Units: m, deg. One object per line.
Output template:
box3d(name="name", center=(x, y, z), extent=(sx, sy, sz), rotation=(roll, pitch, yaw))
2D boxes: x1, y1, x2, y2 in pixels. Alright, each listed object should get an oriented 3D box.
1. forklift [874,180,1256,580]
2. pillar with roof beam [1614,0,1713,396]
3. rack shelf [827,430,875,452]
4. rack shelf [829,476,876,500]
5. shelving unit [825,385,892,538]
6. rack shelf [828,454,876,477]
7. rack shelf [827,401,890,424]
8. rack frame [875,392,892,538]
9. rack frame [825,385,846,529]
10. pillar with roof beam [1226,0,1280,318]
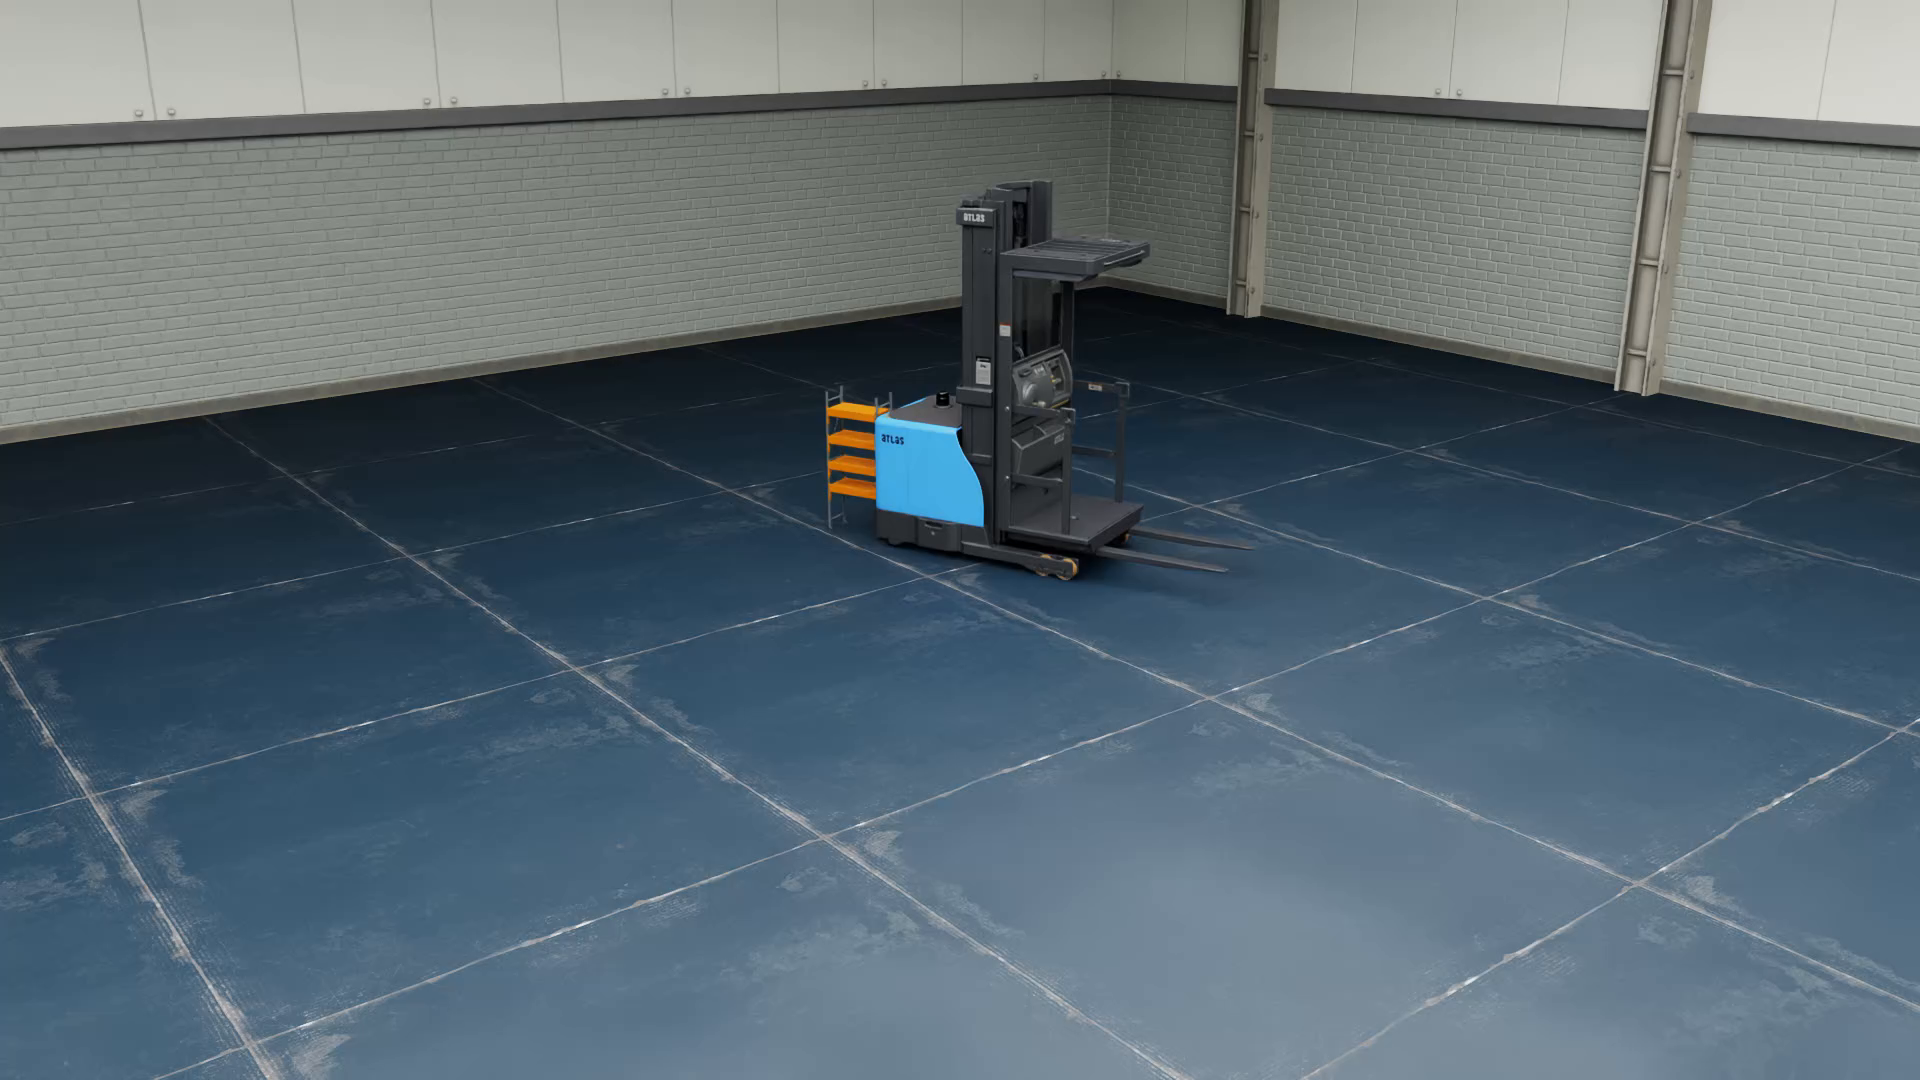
box3d(name="forklift", center=(0.829, -1.269, 13.033), extent=(3.031, 2.935, 1.130), rotation=(10, 21, 28))
box3d(name="pillar with roof beam", center=(4.356, -5.132, 15.045), extent=(9.100, 9.000, 0.400), rotation=(-14, 23, -36))
box3d(name="rack shelf", center=(-0.838, -0.806, 13.890), extent=(0.480, 0.148, 0.258), rotation=(10, 21, 28))
box3d(name="rack shelf", center=(-0.838, -0.405, 14.023), extent=(0.480, 0.148, 0.258), rotation=(10, 21, 28))
box3d(name="shelving unit", center=(-0.838, -0.658, 13.940), extent=(0.503, 1.200, 0.258), rotation=(10, 21, 28))
box3d(name="rack shelf", center=(-0.838, -0.594, 13.961), extent=(0.480, 0.148, 0.258), rotation=(10, 21, 28))
box3d(name="rack shelf", center=(-0.838, -1.031, 13.816), extent=(0.480, 0.148, 0.258), rotation=(10, 21, 28))
box3d(name="rack frame", center=(-0.626, -0.620, 13.825), extent=(0.015, 1.200, 0.240), rotation=(10, 21, 28))
box3d(name="rack frame", center=(-1.050, -0.695, 14.054), extent=(0.015, 1.200, 0.240), rotation=(10, 21, 28))
box3d(name="pillar with roof beam", center=(0.630, -6.610, 19.510), extent=(9.100, 9.000, 0.400), rotation=(-14, 23, -36))
